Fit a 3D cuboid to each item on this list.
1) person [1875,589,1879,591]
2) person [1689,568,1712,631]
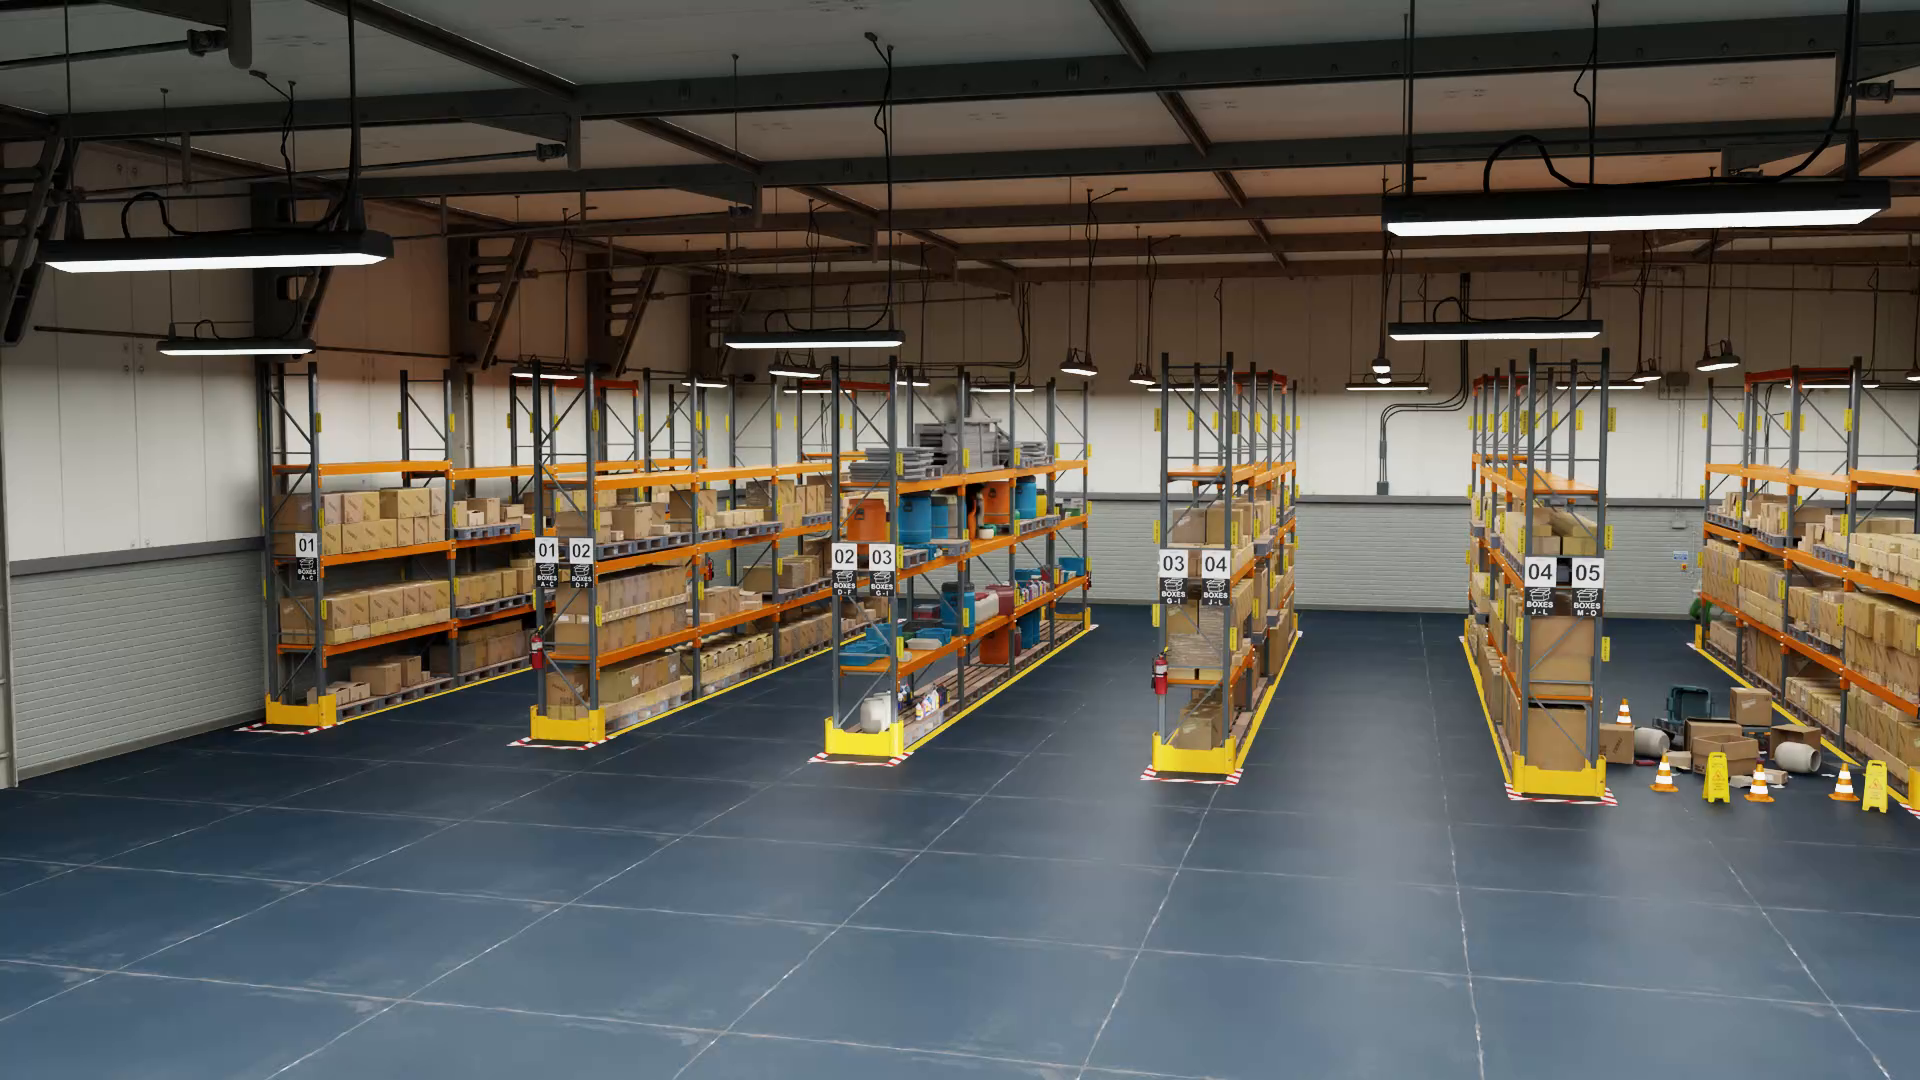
[{"bbox_3d":[18.325,1.800,33.430,0.672,1.788,0.815,0,4,-7],"label":"person"},{"bbox_3d":[17.415,1.377,38.995,0.607,1.745,0.645,0,4,-4],"label":"person"}]
